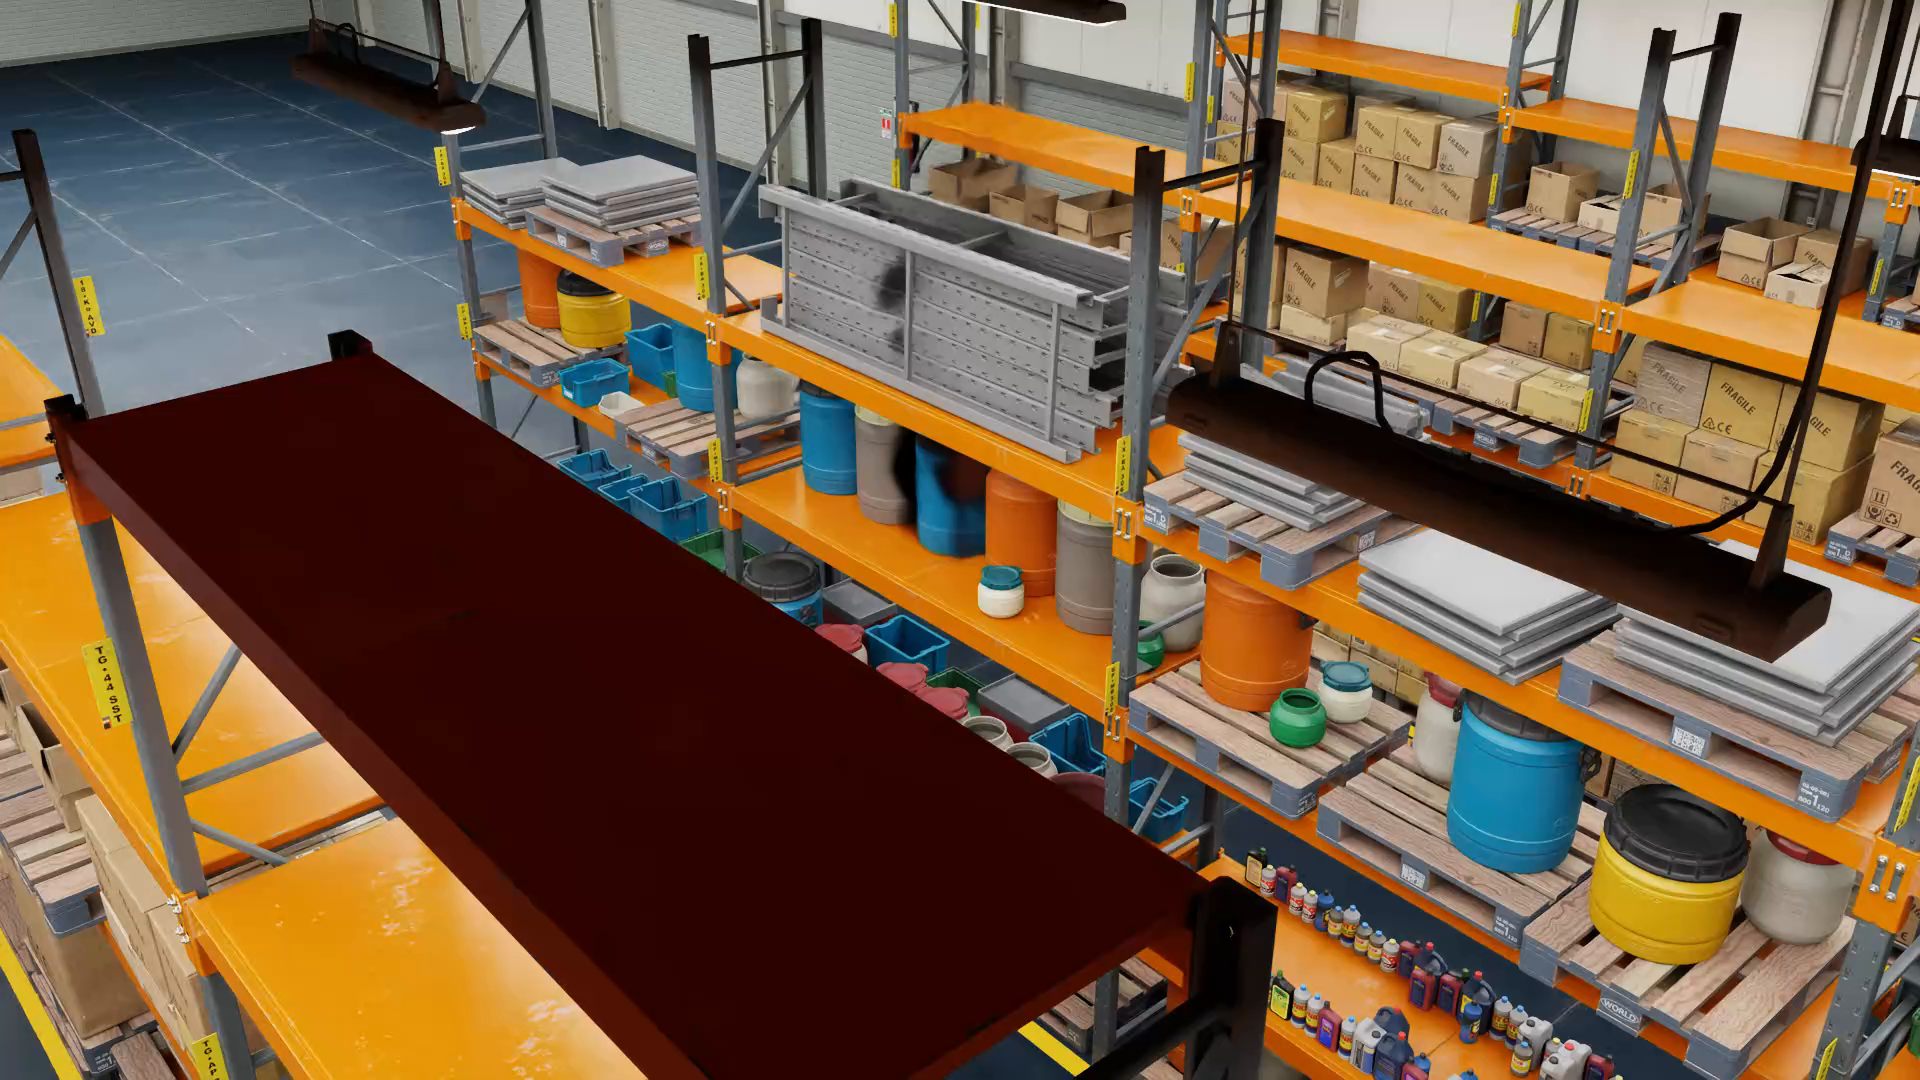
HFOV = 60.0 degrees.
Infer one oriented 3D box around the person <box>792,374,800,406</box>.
[{"bbox_3d":[-1.963,-2.109,19.823,0.659,1.762,0.688,-4,27,-8],"label":"person"}]
